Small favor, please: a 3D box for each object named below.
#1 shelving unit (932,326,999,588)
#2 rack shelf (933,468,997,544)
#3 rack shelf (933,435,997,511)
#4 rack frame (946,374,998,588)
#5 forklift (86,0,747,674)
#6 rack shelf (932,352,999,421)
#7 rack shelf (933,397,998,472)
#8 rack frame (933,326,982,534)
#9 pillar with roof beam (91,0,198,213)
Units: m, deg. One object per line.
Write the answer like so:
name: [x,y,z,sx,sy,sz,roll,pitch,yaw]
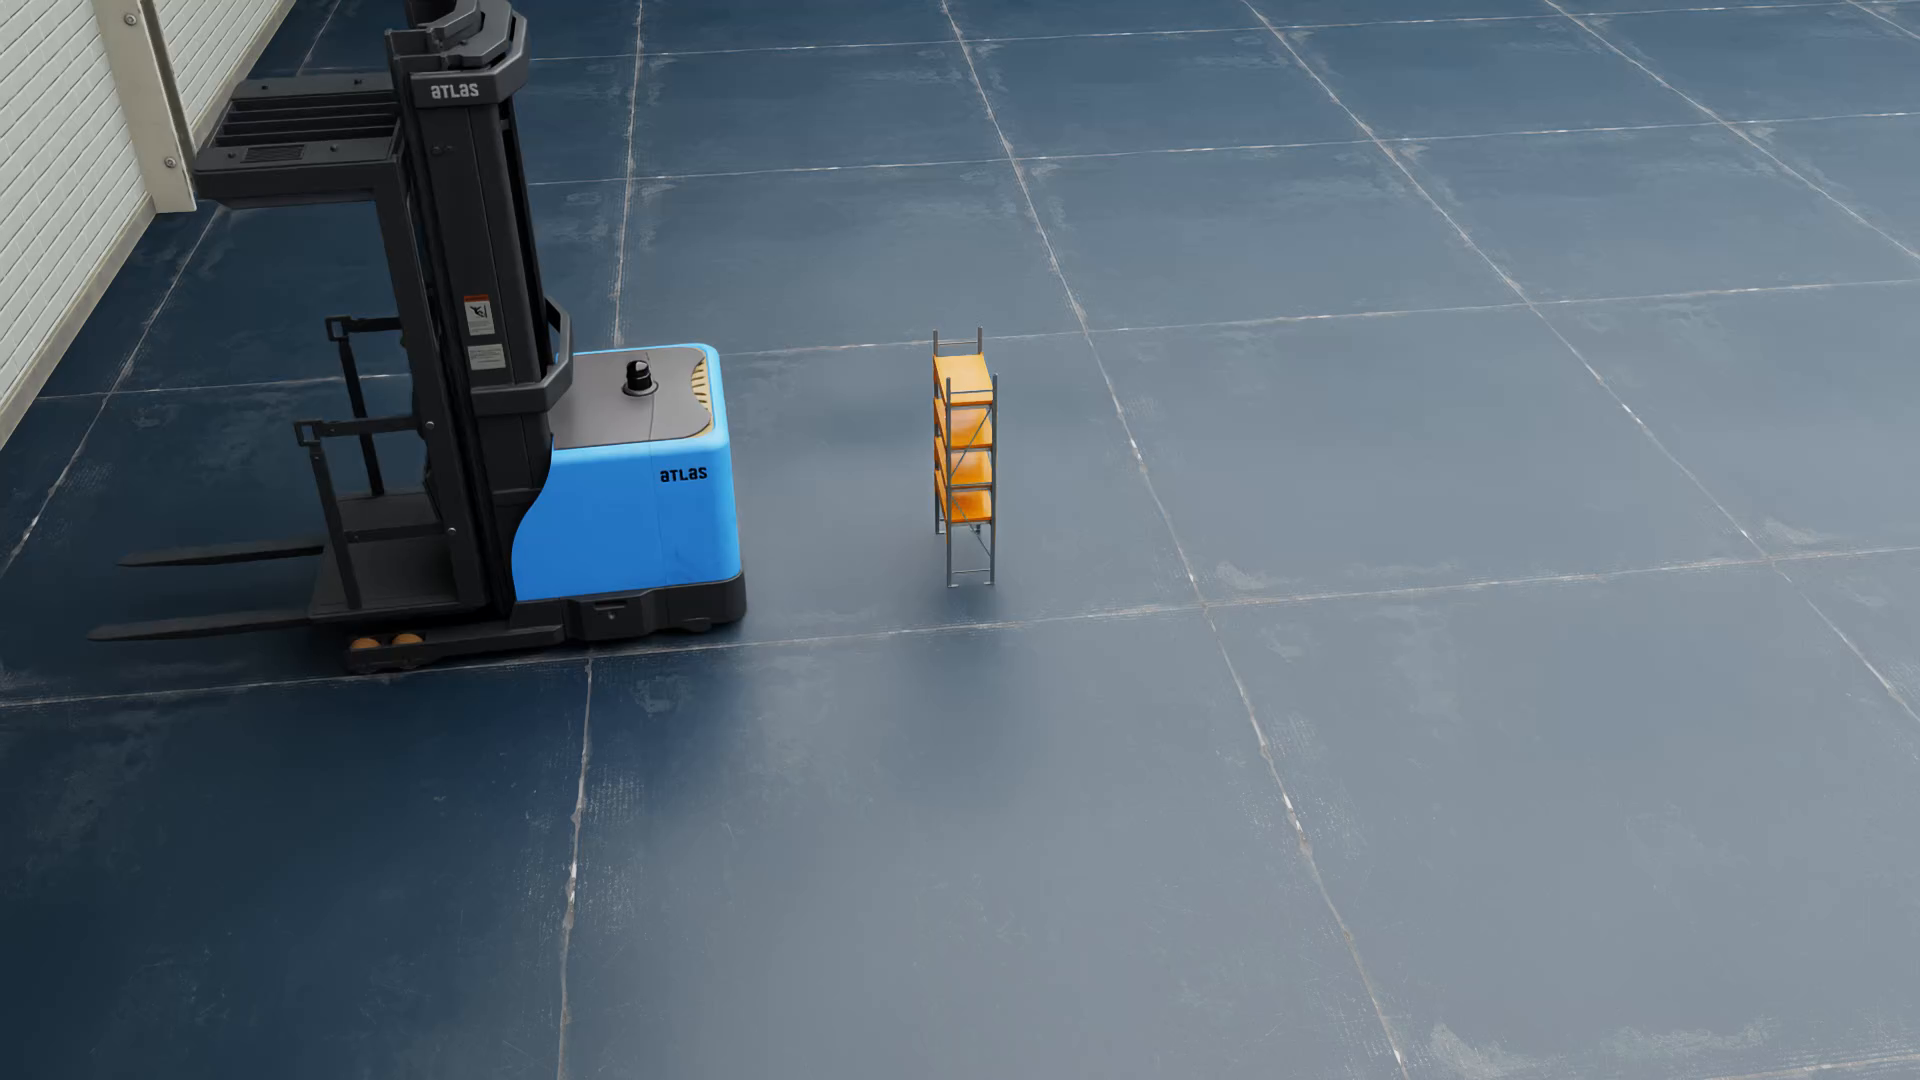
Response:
shelving unit: [0.022,-0.403,8.277,0.258,1.200,0.503,-4,35,-6]
rack shelf: [0.022,-0.184,8.426,0.258,0.148,0.480,-4,35,-6]
rack shelf: [0.022,-0.348,8.314,0.258,0.148,0.480,-4,35,-6]
rack frame: [0.055,-0.267,8.077,0.240,1.200,0.015,-4,35,-6]
forklift: [-2.608,-0.905,7.476,3.031,2.935,1.130,-6,35,-8]
rack shelf: [0.022,-0.728,8.055,0.258,0.148,0.480,-4,35,-6]
rack shelf: [0.022,-0.533,8.188,0.258,0.148,0.480,-4,35,-6]
rack frame: [-0.011,-0.540,8.476,0.240,1.200,0.015,-4,35,-6]
pillar with roof beam: [-1.585,-6.583,10.419,9.100,9.000,0.400,-4,35,-6]
